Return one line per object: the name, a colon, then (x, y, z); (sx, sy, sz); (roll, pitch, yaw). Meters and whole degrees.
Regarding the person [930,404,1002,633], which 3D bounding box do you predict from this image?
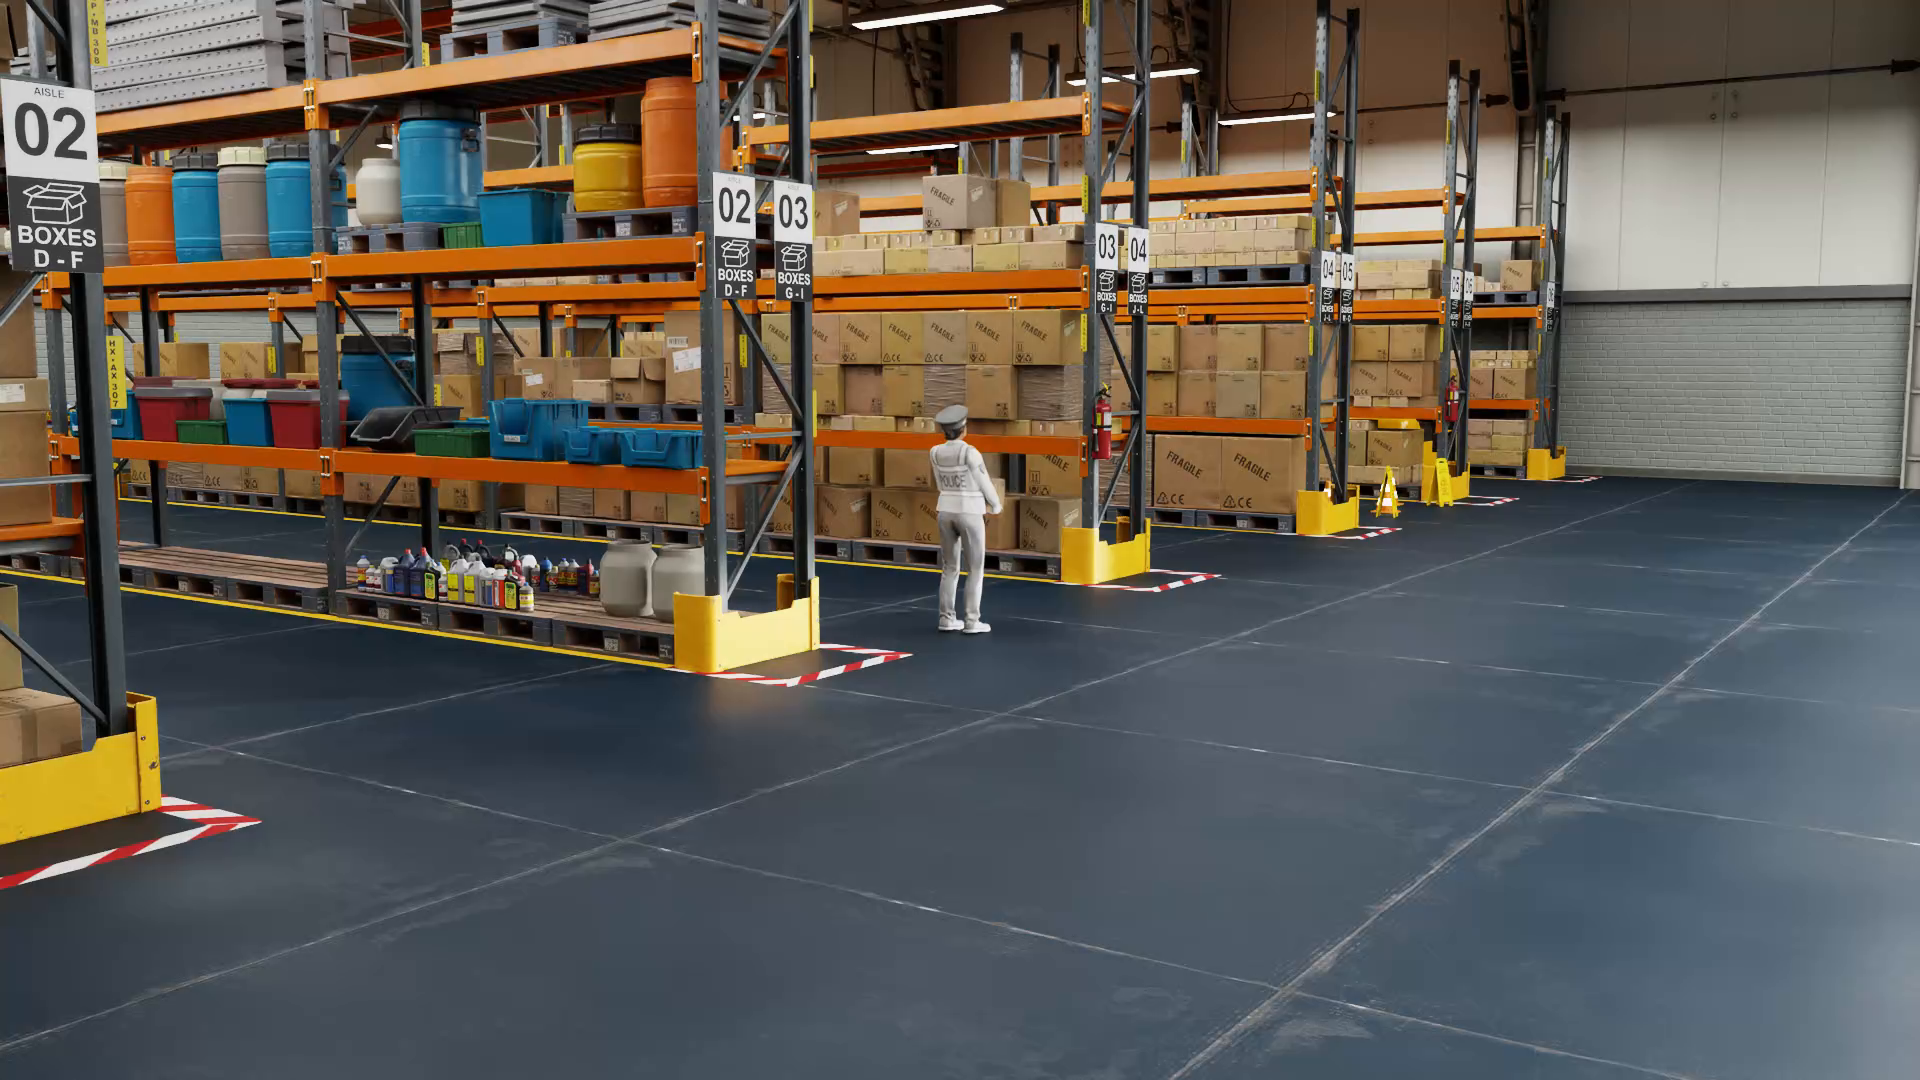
person: (0.043, -0.162, 12.334); (0.460, 1.686, 0.557); (4, 8, 34)
